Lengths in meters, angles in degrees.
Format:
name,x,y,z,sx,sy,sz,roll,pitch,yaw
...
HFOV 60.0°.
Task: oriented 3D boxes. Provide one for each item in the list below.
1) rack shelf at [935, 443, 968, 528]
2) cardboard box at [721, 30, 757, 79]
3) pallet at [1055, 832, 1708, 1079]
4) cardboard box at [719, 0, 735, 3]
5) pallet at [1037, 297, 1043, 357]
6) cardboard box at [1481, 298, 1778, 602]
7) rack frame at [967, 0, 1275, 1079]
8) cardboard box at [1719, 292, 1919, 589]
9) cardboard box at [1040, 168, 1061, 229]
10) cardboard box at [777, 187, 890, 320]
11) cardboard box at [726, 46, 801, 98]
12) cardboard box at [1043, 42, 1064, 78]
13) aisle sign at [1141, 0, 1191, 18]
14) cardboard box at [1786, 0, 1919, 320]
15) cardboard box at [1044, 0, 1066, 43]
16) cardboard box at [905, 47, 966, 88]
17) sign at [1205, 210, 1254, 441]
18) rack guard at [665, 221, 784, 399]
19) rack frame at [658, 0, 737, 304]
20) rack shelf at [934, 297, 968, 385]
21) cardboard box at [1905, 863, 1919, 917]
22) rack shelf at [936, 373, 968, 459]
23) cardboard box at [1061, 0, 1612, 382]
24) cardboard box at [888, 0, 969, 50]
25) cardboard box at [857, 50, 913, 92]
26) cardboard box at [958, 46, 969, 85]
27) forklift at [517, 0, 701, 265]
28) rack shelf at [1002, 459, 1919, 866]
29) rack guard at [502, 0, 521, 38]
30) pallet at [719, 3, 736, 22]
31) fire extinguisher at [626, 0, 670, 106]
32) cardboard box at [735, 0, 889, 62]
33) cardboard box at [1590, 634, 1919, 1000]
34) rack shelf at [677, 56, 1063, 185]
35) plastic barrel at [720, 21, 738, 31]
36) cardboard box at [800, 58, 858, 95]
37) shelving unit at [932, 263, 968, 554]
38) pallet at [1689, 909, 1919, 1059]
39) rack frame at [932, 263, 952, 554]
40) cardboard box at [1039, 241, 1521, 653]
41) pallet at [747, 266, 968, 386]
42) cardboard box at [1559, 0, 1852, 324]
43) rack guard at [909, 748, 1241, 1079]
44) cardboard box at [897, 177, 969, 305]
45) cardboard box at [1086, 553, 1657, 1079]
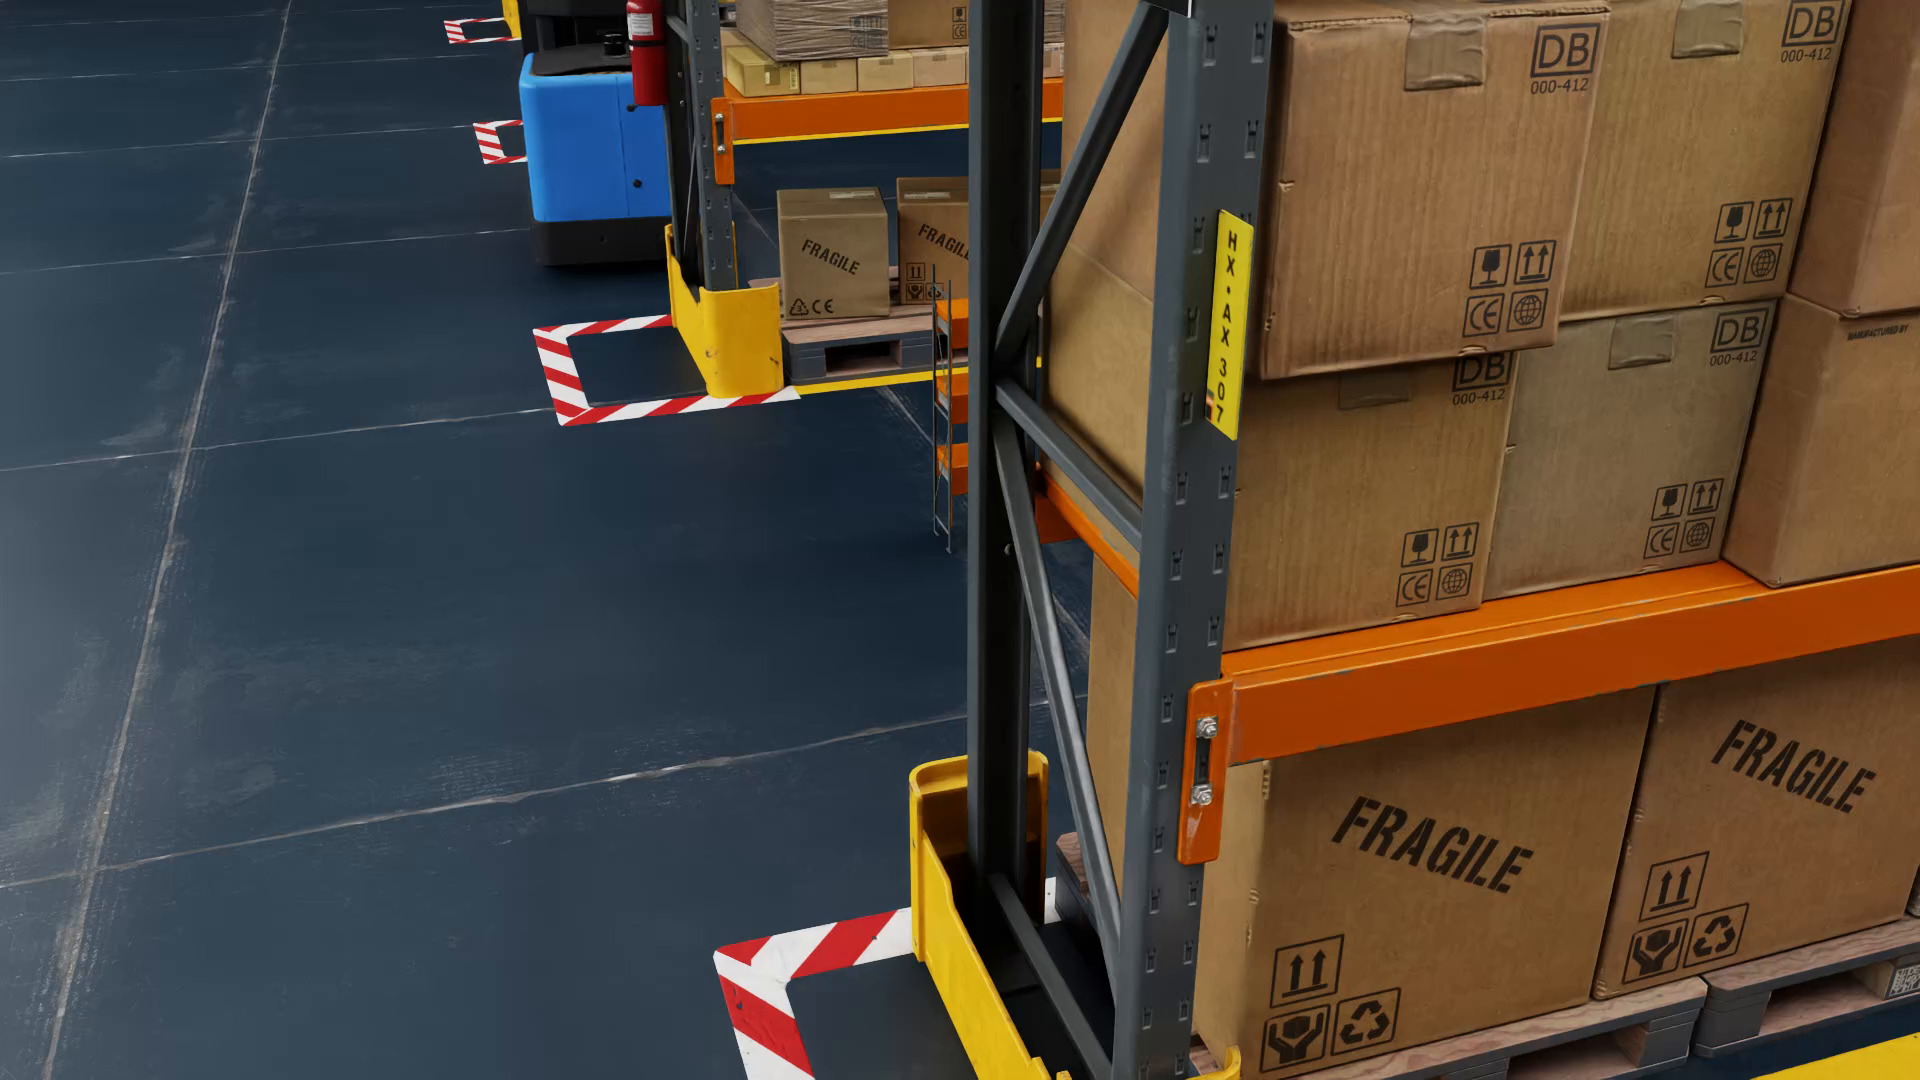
name,x,y,z,sx,sy,sz,roll,pitch,yaw
rack shelf,0.051,-0.219,6.160,0.240,0.259,0.215,-8,28,-16
cardboard box,-1.004,-2.251,7.694,0.250,0.149,0.380,-8,28,-16
pallet,0.965,0.980,4.039,1.213,0.211,1.003,-8,28,-16
cardboard box,-2.270,-5.568,16.713,0.500,0.250,0.500,-8,28,-16
pallet,0.802,-1.262,8.554,1.213,0.211,1.003,-8,28,-16
cardboard box,1.083,-0.348,3.410,0.550,0.550,0.875,-8,28,-16
rack frame,0.228,-0.126,3.131,0.127,3.000,1.000,-8,28,-16
cardboard box,1.655,-0.372,3.458,0.550,0.550,0.875,-8,28,-16
cardboard box,0.546,-1.560,8.357,0.500,0.500,0.500,-6,27,-11
cardboard box,-0.612,-1.385,8.004,0.500,0.500,0.500,-3,27,-7
cardboard box,-0.867,-2.063,7.315,0.250,0.149,0.380,-8,28,-16
cardboard box,0.320,-2.238,7.667,0.250,0.149,0.380,-8,28,-16
aisle sign,0.254,-1.154,2.277,0.004,0.787,0.394,-8,28,-16
cardboard box,1.662,-0.846,3.198,0.550,0.550,0.875,-8,28,-16
cardboard box,0.247,-2.649,7.766,0.500,0.500,0.875,-8,28,-16
cardboard box,-0.149,-2.161,7.511,0.250,0.149,0.380,-8,28,-16
sign,0.395,-0.314,2.446,0.005,0.325,0.100,-8,28,-16
rack guard,-1.139,-1.128,7.960,0.348,0.500,1.175,-8,28,-16
rack frame,-1.211,-2.237,7.383,0.127,3.000,1.000,-8,28,-16
rack shelf,0.051,-0.722,5.910,0.240,0.259,0.215,-8,28,-16
cardboard box,2.556,0.269,4.251,0.875,0.875,0.875,-8,28,-16
rack shelf,0.051,-0.468,6.036,0.240,0.259,0.215,-8,28,-16
cardboard box,0.593,-0.712,2.927,0.550,0.550,0.875,-8,28,-16
cardboard box,-0.242,-2.599,7.665,0.500,0.500,0.875,-8,28,-16
cardboard box,-0.381,-2.117,7.424,0.250,0.149,0.380,-8,28,-16
cardboard box,0.091,-2.192,7.575,0.250,0.149,0.380,-8,28,-16
forklift,-2.088,-3.451,9.906,1.130,2.935,3.031,-5,27,-10
rack shelf,2.130,-0.079,3.845,4.000,0.370,1.077,-8,28,-16
rack guard,-4.298,-5.303,16.370,0.348,0.500,1.175,-8,28,-16
pallet,-2.403,-5.467,17.024,1.213,0.211,1.003,-8,28,-16
fire extinguisher,-1.463,-2.382,7.761,0.183,0.674,0.296,-8,28,-16
cardboard box,-0.680,-2.479,7.424,0.500,0.500,0.875,-8,28,-16
cardboard box,1.689,0.394,4.000,0.875,0.875,0.875,-9,28,-17
rack shelf,0.690,-2.190,8.098,4.000,0.370,1.077,-8,28,-16
plastic barrel,-1.666,-3.597,12.448,0.421,0.512,0.421,0,26,0
cardboard box,-0.623,-2.089,7.368,0.250,0.149,0.380,-8,28,-16
shelving unit,0.051,-0.478,6.031,0.252,1.050,0.215,-8,28,-16
pallet,2.123,0.813,4.374,1.213,0.211,1.003,-8,28,-16
rack frame,-0.065,-0.461,5.998,0.008,1.050,0.200,-8,28,-16
cardboard box,0.567,-0.264,3.239,0.550,0.550,0.875,-8,28,-16
pallet,-0.356,-1.096,8.219,1.213,0.211,1.003,-8,28,-16
cardboard box,1.088,-0.826,3.158,0.550,0.550,0.875,-8,28,-16
rack guard,0.206,0.997,3.680,0.348,0.500,1.175,-8,28,-16
cardboard box,-0.055,-1.481,8.199,0.500,0.500,0.500,-1,26,-3
cardboard box,0.853,0.516,3.754,0.875,0.875,0.875,-8,28,-16
